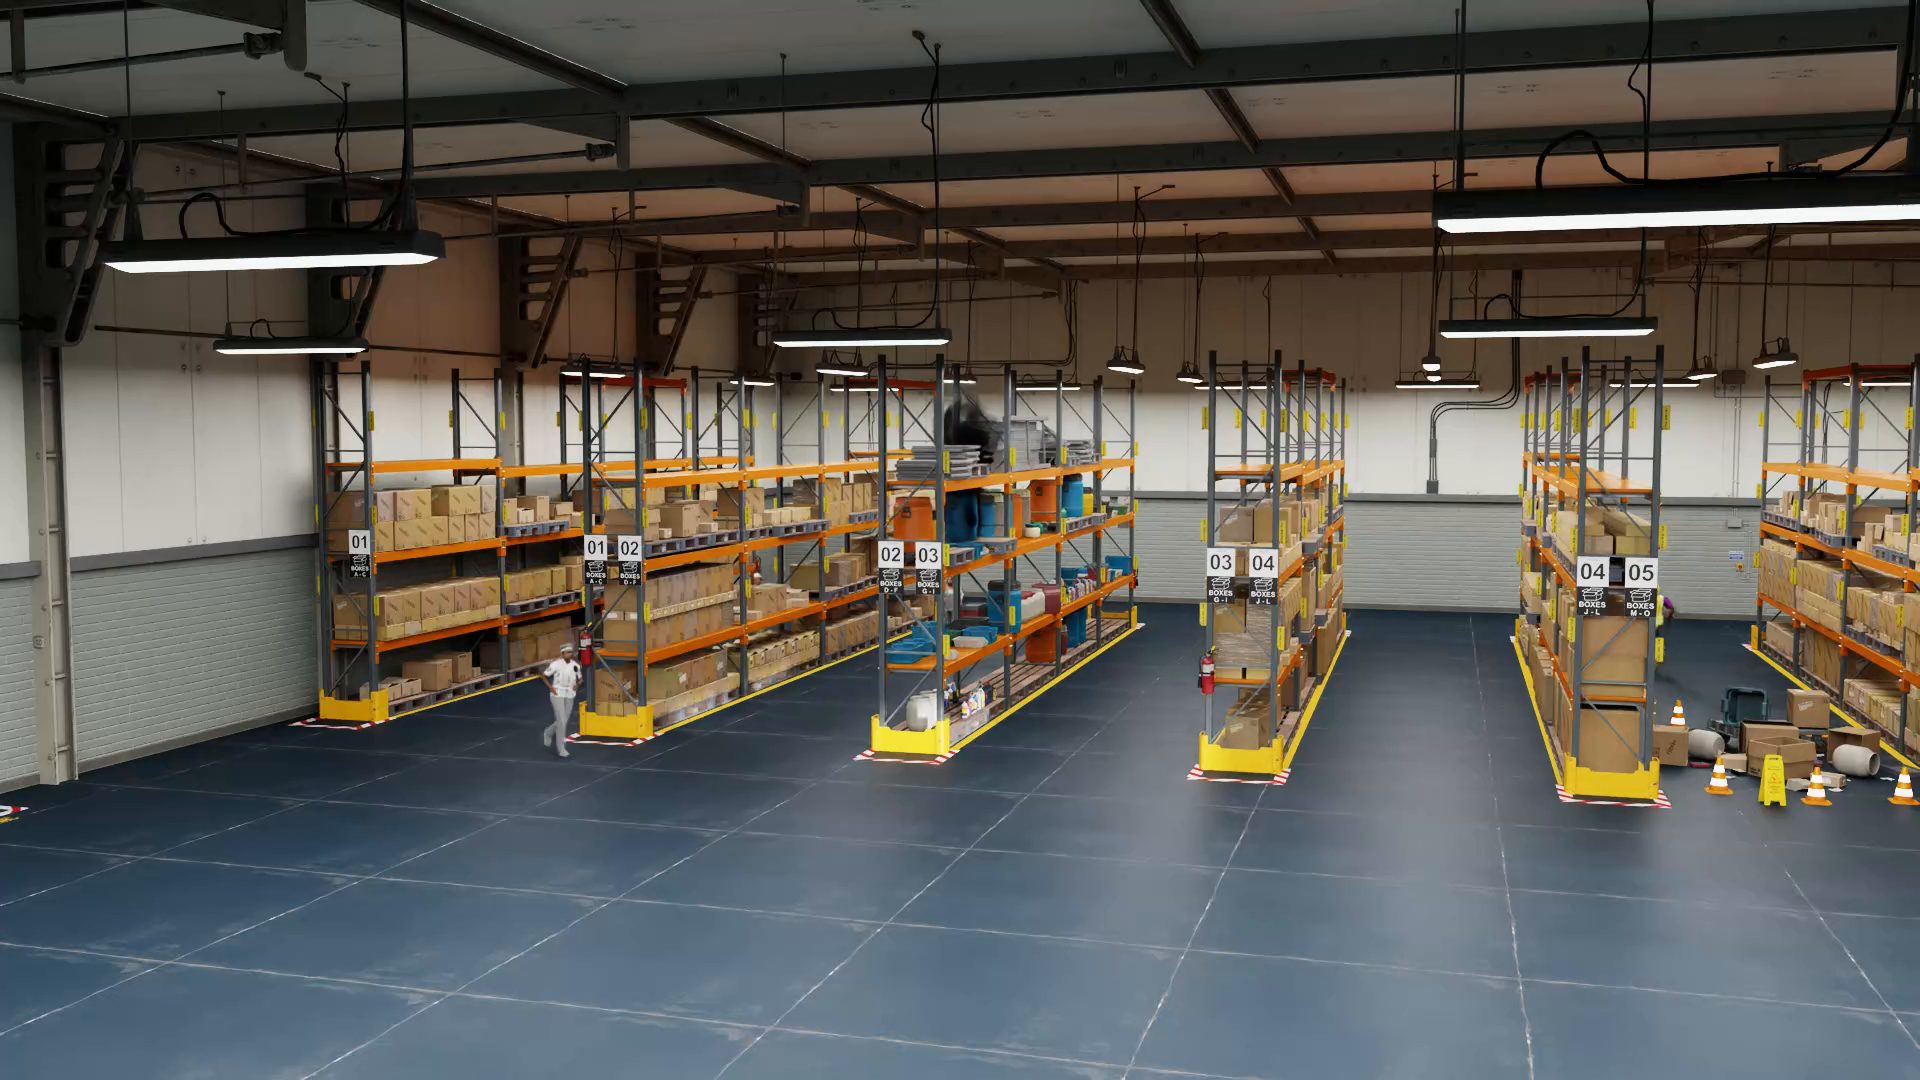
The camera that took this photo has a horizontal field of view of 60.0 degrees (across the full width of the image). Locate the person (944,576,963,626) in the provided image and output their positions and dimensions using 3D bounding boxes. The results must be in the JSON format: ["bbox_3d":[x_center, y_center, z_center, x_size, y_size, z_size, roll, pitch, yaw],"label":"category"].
[{"bbox_3d":[-0.209,1.572,36.625,0.515,1.629,0.785,1,4,9],"label":"person"}]

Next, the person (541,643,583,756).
[{"bbox_3d":[-6.017,2.394,25.213,0.617,1.698,0.798,-3,5,-39],"label":"person"}]

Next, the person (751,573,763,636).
[{"bbox_3d":[-4.304,1.588,35.527,0.656,1.783,0.899,1,4,11],"label":"person"}]

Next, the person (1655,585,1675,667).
[{"bbox_3d":[14.004,1.718,33.662,0.670,1.782,0.715,0,4,0],"label":"person"}]
